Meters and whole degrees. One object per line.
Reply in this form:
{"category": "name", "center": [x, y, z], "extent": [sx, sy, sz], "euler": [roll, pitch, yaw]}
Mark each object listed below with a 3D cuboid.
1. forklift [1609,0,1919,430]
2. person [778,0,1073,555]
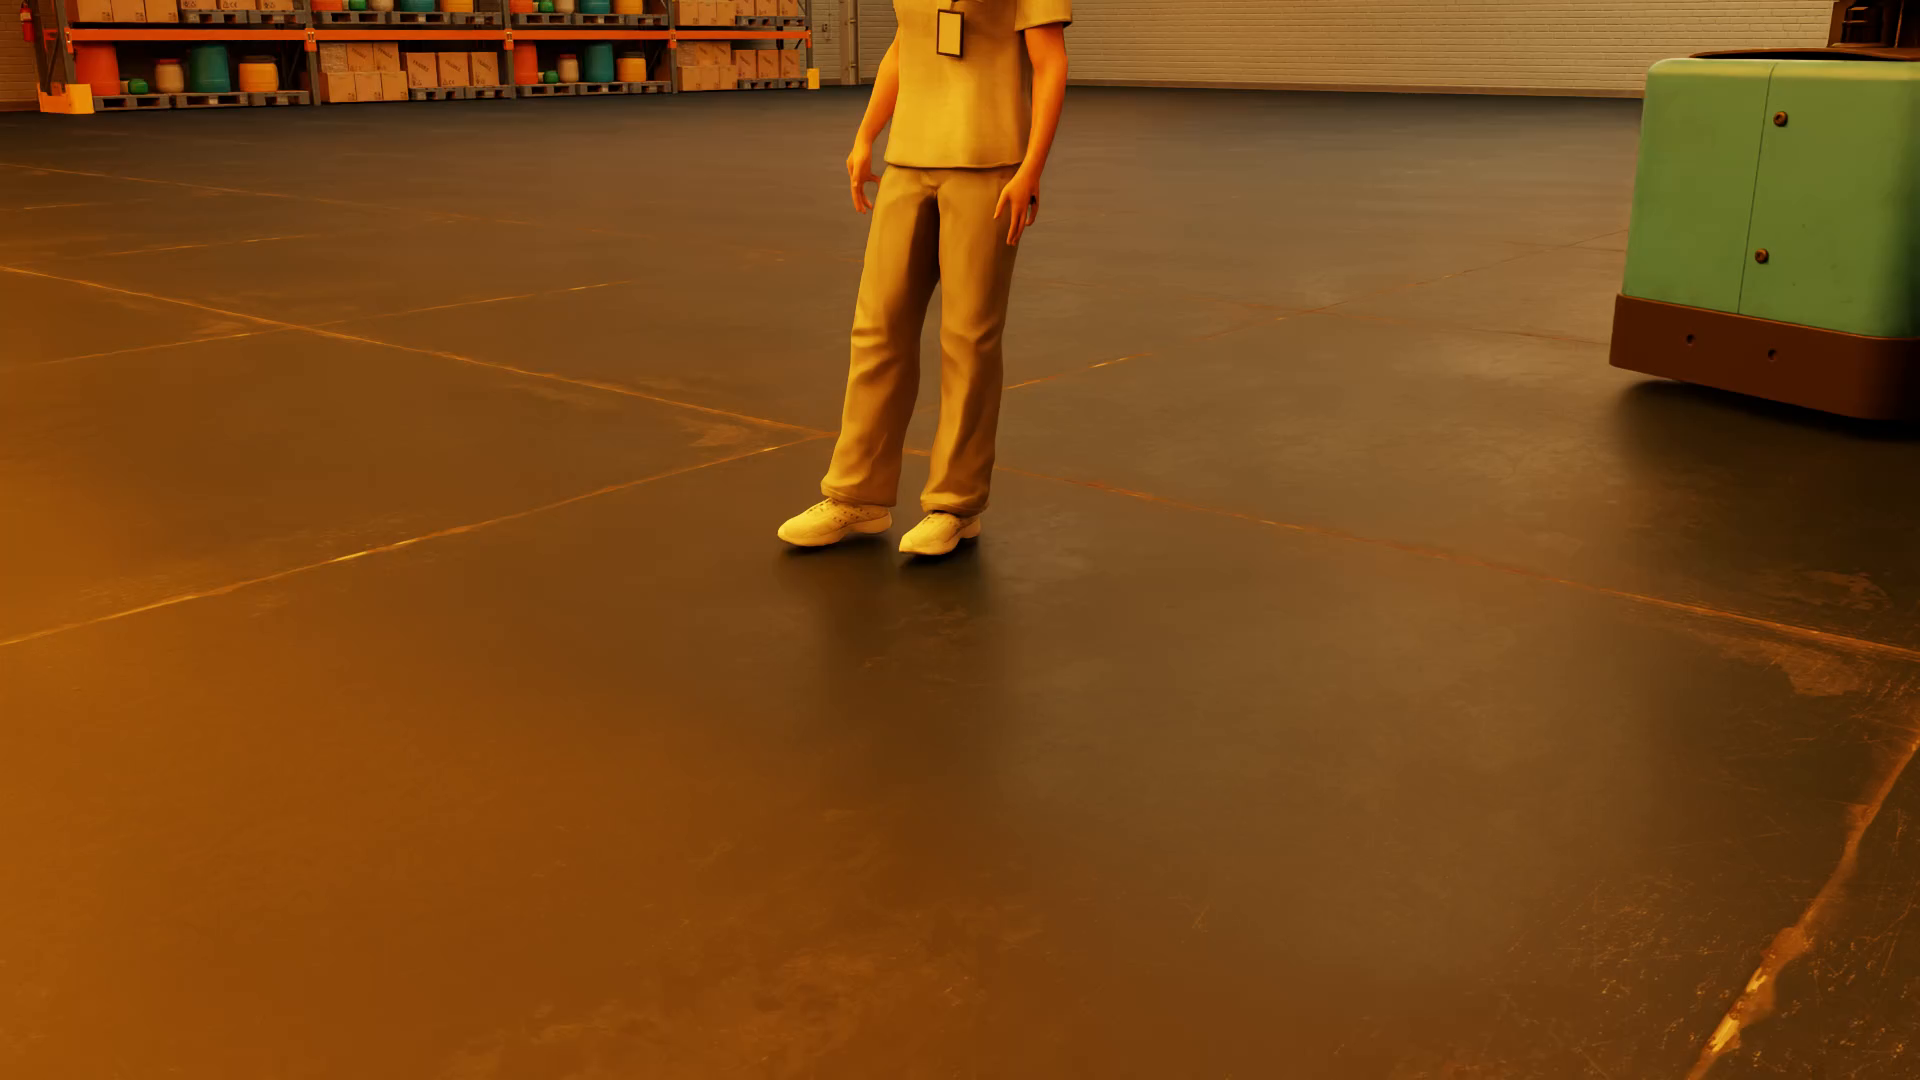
{"category": "forklift", "center": [3.761, -2.006, 5.505], "extent": [3.031, 2.935, 1.130], "euler": [-8, 19, -26]}
{"category": "person", "center": [-0.058, -0.795, 3.650], "extent": [0.549, 1.673, 0.548], "euler": [13, 21, 37]}
